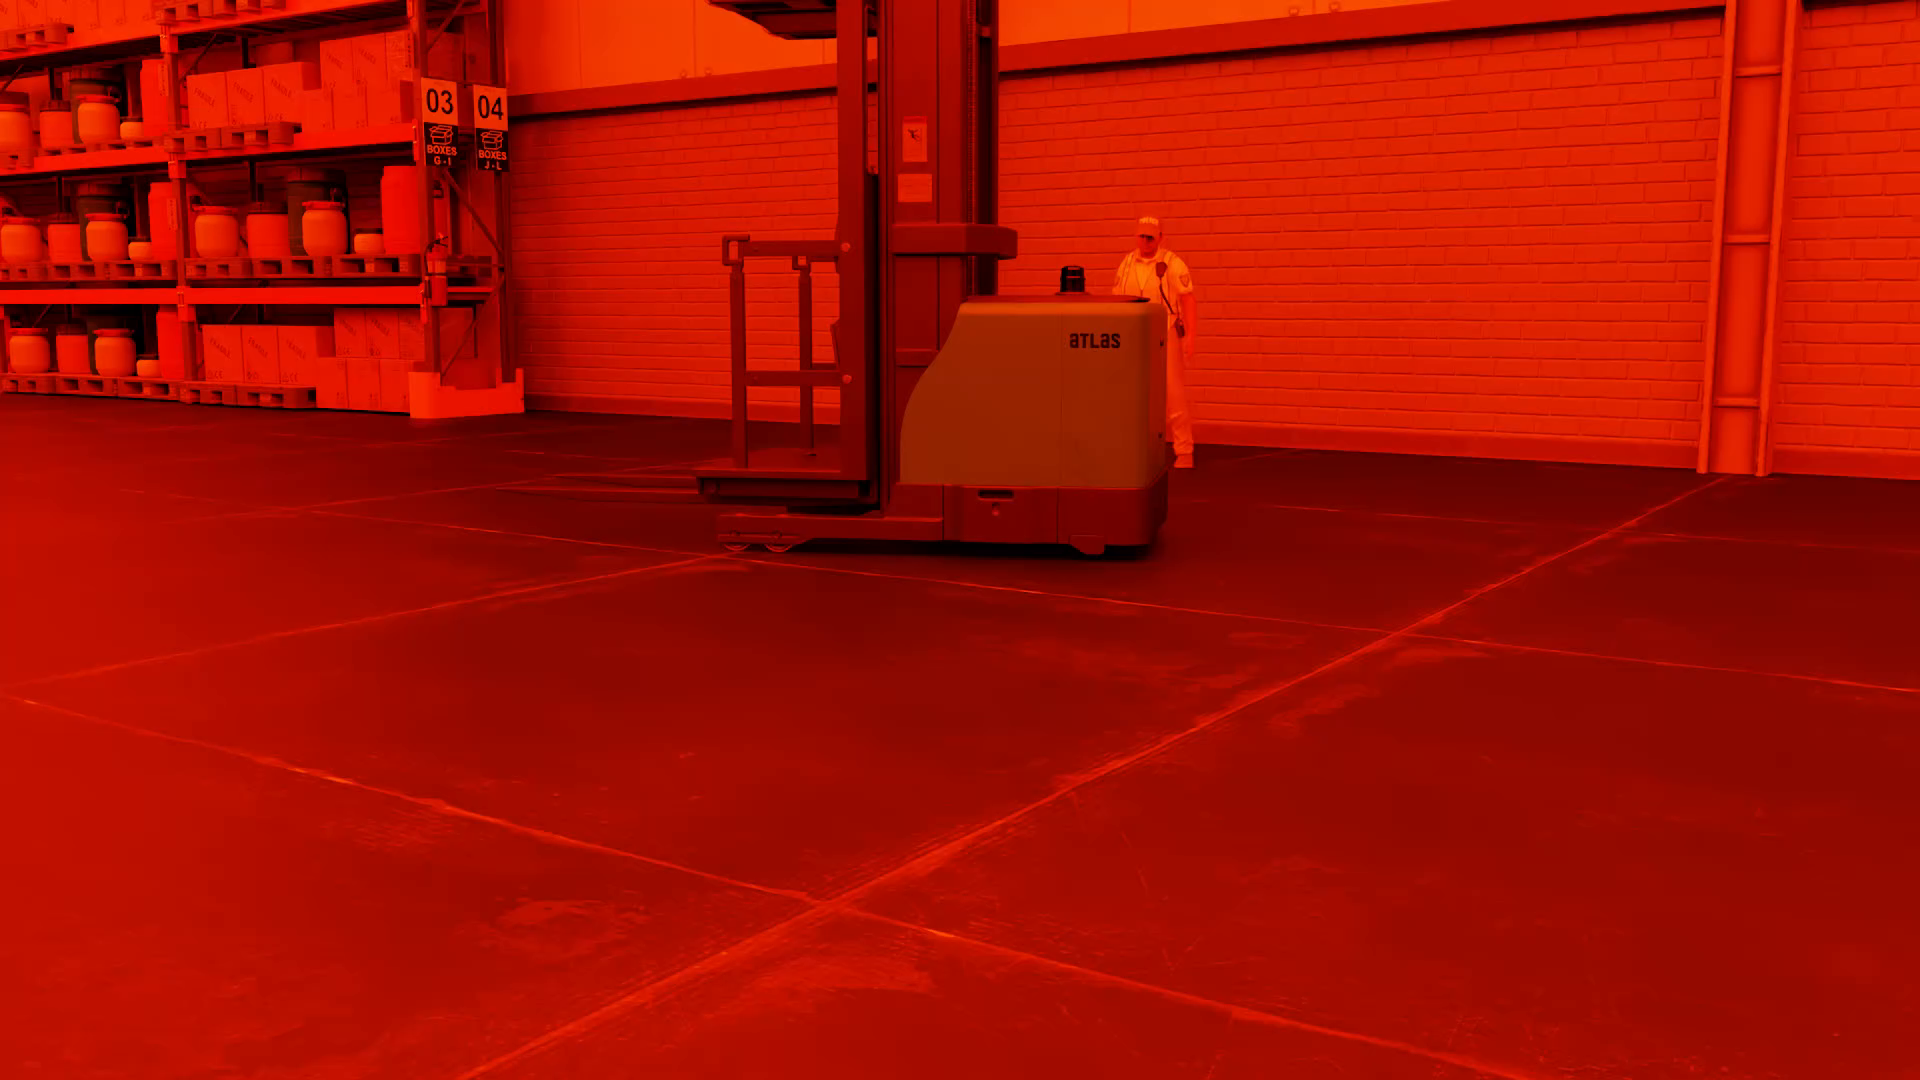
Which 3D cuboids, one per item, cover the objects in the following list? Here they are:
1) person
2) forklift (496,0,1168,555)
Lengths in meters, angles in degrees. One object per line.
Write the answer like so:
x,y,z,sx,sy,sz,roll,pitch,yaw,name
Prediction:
1.265,-1.315,10.986,0.642,1.659,0.470,3,9,23,person
-0.596,-1.469,7.520,3.031,2.935,1.130,2,8,12,forklift
